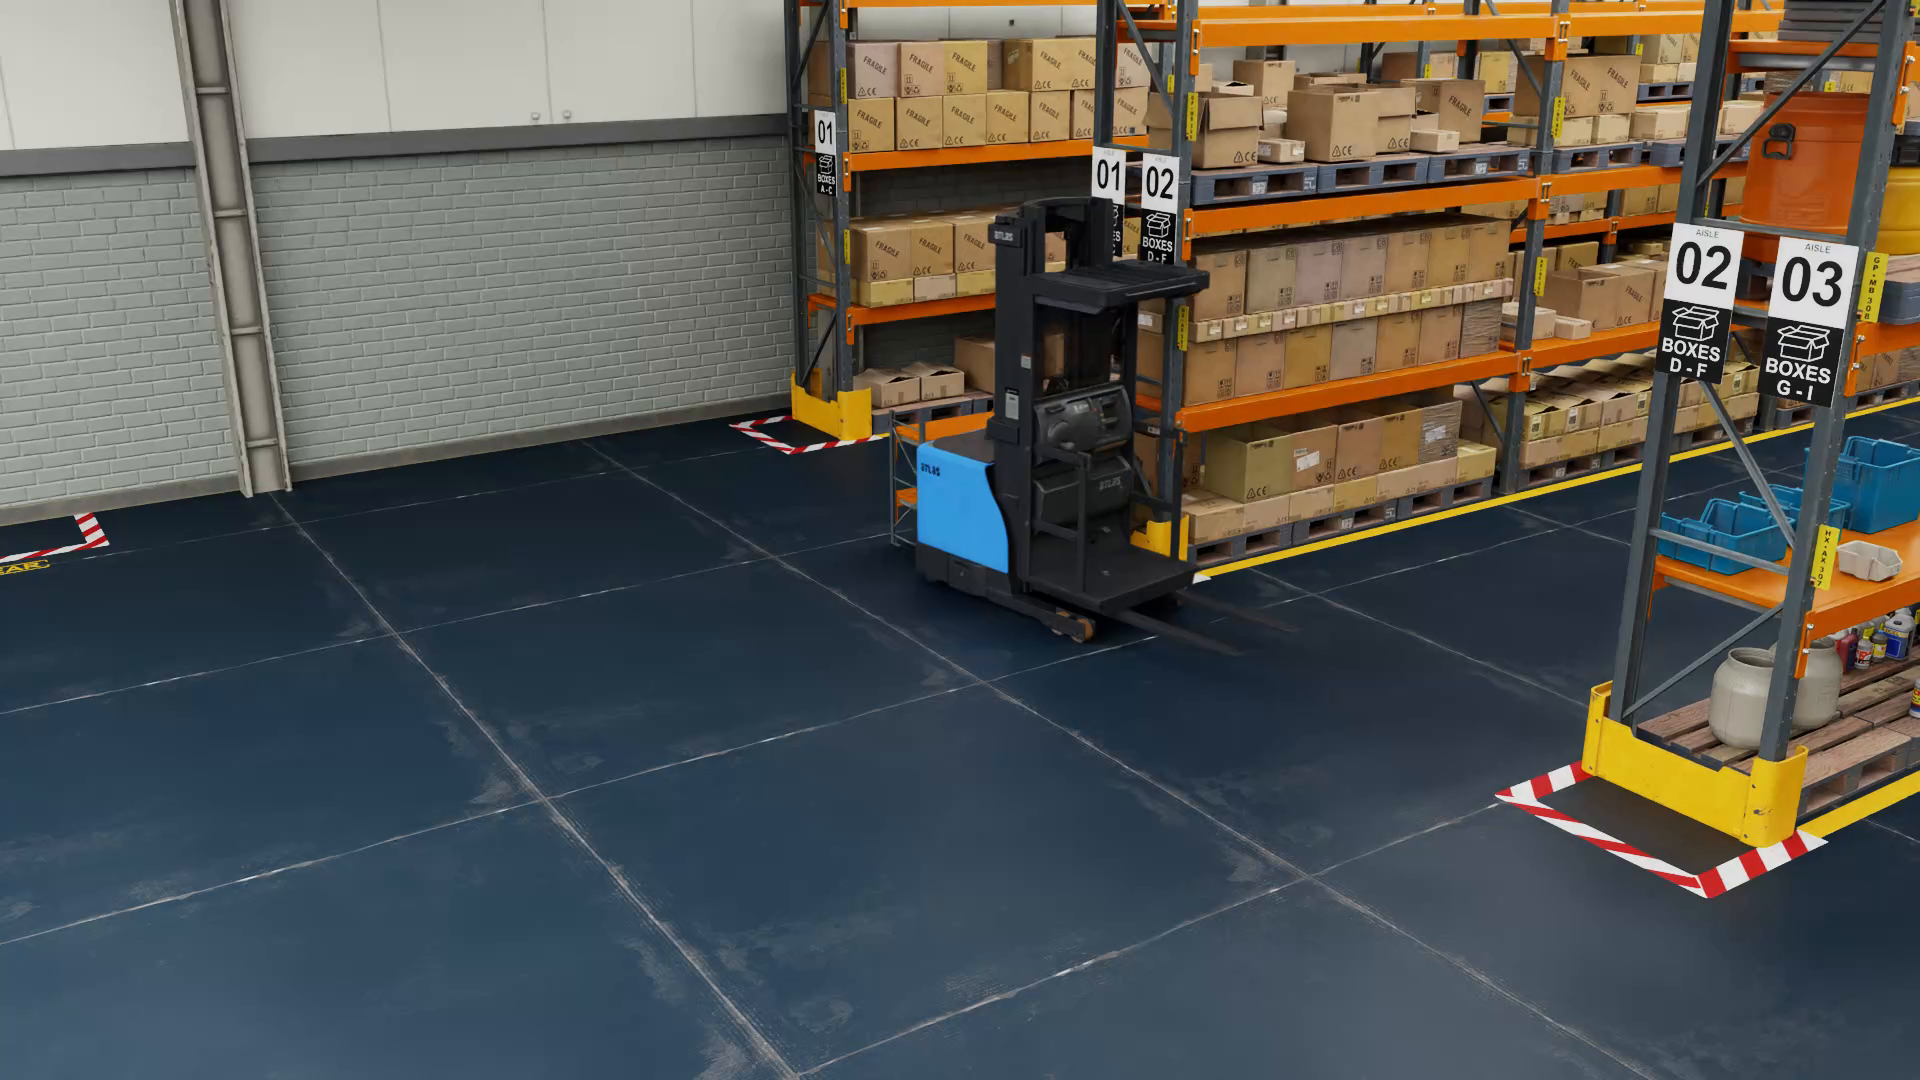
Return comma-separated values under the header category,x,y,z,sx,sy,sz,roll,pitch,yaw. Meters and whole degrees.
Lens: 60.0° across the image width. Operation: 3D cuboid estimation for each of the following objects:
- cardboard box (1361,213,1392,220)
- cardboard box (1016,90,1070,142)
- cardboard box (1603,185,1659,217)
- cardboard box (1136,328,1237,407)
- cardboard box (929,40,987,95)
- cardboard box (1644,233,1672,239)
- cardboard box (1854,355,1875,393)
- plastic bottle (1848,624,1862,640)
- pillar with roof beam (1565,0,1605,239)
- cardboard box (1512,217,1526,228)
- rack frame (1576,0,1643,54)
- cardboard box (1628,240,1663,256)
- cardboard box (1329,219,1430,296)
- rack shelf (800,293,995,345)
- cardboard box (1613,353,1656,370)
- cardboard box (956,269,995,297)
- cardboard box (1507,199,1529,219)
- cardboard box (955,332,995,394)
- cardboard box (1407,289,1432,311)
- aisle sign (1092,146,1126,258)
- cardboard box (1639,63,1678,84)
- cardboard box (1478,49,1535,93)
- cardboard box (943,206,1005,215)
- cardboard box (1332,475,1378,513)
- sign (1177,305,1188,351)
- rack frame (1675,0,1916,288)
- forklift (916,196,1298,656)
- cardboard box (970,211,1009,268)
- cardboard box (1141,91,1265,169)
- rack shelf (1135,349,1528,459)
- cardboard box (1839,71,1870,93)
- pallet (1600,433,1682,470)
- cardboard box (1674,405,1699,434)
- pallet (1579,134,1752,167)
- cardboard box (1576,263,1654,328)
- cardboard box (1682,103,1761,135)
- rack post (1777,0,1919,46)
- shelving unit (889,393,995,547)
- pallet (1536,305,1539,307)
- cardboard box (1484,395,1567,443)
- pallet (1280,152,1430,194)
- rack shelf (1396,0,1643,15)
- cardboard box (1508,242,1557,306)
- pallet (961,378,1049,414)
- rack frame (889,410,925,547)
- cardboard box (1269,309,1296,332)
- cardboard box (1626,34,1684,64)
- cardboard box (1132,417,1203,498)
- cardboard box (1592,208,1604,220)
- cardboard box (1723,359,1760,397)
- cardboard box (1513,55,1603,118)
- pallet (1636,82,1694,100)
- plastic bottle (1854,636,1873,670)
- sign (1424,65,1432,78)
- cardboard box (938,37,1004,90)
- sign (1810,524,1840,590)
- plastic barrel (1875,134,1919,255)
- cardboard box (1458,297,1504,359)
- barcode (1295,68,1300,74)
category,x,y,z,sx,sy,sz,roll,pitch,yaw
cardboard box,4.898,-4.158,20.518,0.500,0.500,0.700,-15,24,-38
cardboard box,0.788,-4.413,17.243,0.500,0.500,0.500,-13,23,-33
cardboard box,9.088,-4.926,23.163,0.700,0.700,0.980,-12,22,-31
cardboard box,1.728,-1.381,12.989,0.500,0.500,0.700,-12,22,-31
cardboard box,-0.072,-4.701,16.536,0.500,0.500,0.500,-11,22,-30
cardboard box,10.162,-4.376,24.241,0.250,0.149,0.380,-12,22,-32
cardboard box,9.406,-1.872,17.816,0.500,0.500,0.500,-12,22,-32
plastic bottle,5.687,0.651,10.703,0.135,0.276,0.152,-13,22,-33
pillar with roof beam,11.103,-6.738,19.624,0.400,9.000,9.100,-12,22,-31
cardboard box,7.186,-4.192,21.822,0.250,0.149,0.380,-11,22,-30
rack frame,8.626,-7.535,21.981,0.127,3.000,1.000,-12,22,-31
cardboard box,9.693,-4.130,23.513,0.250,0.149,0.380,-11,22,-30
cardboard box,3.465,-2.364,13.872,0.500,0.500,0.700,-12,22,-31
rack shelf,0.274,-2.590,17.847,4.000,0.370,1.077,-12,22,-31
cardboard box,6.980,-1.717,16.903,0.500,0.311,0.500,-13,22,-33
cardboard box,0.041,-2.702,17.256,0.500,0.250,0.500,-12,22,-32
cardboard box,7.120,-4.474,21.642,0.500,0.500,0.500,-11,22,-30
cardboard box,0.348,-1.917,17.948,0.500,0.500,0.700,-14,23,-35
cardboard box,3.712,-2.030,13.896,0.250,0.149,0.380,-12,22,-32
aisle sign,1.115,-2.553,12.554,0.004,0.787,0.394,-12,22,-31
cardboard box,9.348,-6.340,22.553,0.500,0.250,0.500,-12,22,-32
cardboard box,6.948,-6.057,21.452,0.500,0.500,0.700,-12,22,-31
cardboard box,0.157,-3.279,17.794,0.500,0.500,0.500,-12,22,-31
cardboard box,3.155,-0.450,14.029,0.500,0.250,0.500,-12,22,-31
sign,1.632,-1.553,12.179,0.005,0.325,0.100,-12,22,-31
rack frame,4.053,-2.771,7.890,0.127,3.000,1.000,-12,22,-31
forklift,1.025,-0.855,11.696,1.130,2.935,3.031,-16,25,-40
cardboard box,0.446,-3.144,17.393,0.500,0.500,0.500,-11,22,-30
cardboard box,1.814,-3.090,12.482,0.637,0.503,0.797,-10,21,-28
rack shelf,3.002,-1.266,13.929,4.000,0.370,1.077,-12,22,-31
cardboard box,8.807,-4.771,16.772,0.500,0.500,0.500,-12,22,-31
pallet,6.286,-0.995,16.357,1.213,0.211,1.003,-12,22,-31
cardboard box,6.857,-1.223,16.315,0.500,0.250,0.500,-11,22,-30
pallet,6.563,-3.654,15.481,1.213,0.211,1.003,-11,21,-29
cardboard box,6.181,-2.318,15.763,0.500,0.500,0.500,-12,22,-31
cardboard box,7.237,-4.020,15.848,0.500,0.250,0.500,-11,22,-30
rack post,4.754,-2.633,8.264,0.954,0.300,0.937,-9,21,-26
shelving unit,0.006,-0.534,13.568,1.048,1.125,0.538,-12,22,-31
pallet,8.023,-3.216,22.927,1.213,0.211,1.003,-12,22,-31
cardboard box,5.154,-1.127,15.158,0.500,0.311,0.500,-12,22,-31
pallet,2.956,-2.967,13.293,1.213,0.211,1.003,-12,22,-31
rack shelf,6.956,-6.652,21.118,4.000,0.370,1.077,-12,22,-31
cardboard box,7.414,-3.567,22.312,0.750,0.750,0.750,-11,22,-30
pallet,0.383,-1.619,18.203,1.213,0.211,1.003,-12,22,-31
rack frame,-0.419,-0.445,13.303,0.032,1.125,0.500,-12,22,-31
cardboard box,2.418,-1.755,13.085,0.250,0.149,0.380,-12,22,-32
cardboard box,9.376,-6.695,22.431,0.500,0.500,0.500,-12,22,-32
cardboard box,1.616,-0.680,13.540,0.500,0.500,0.500,-12,22,-31
cardboard box,8.499,-4.448,22.579,0.250,0.149,0.380,-12,22,-31
cardboard box,7.711,-1.668,16.756,0.500,0.311,0.500,-11,22,-30
cardboard box,5.209,-3.961,14.503,0.500,0.500,0.500,-12,22,-31
pallet,9.315,-6.213,22.893,1.213,0.211,1.003,-12,22,-31
plastic bottle,5.771,0.716,10.626,0.097,0.201,0.097,0,19,0
sign,5.582,-5.508,19.864,0.005,0.325,0.100,-12,22,-31
cardboard box,0.118,-4.943,17.250,0.500,0.500,0.500,-12,22,-31
sign,4.352,0.088,8.369,0.005,0.325,0.100,-12,22,-31
plastic barrel,4.935,-1.873,8.968,0.600,0.588,0.600,0,19,0
cardboard box,4.305,-1.927,14.604,0.500,0.500,0.700,-13,22,-33
barcode,4.080,-5.675,20.101,0.075,0.075,0.001,-12,22,-31
